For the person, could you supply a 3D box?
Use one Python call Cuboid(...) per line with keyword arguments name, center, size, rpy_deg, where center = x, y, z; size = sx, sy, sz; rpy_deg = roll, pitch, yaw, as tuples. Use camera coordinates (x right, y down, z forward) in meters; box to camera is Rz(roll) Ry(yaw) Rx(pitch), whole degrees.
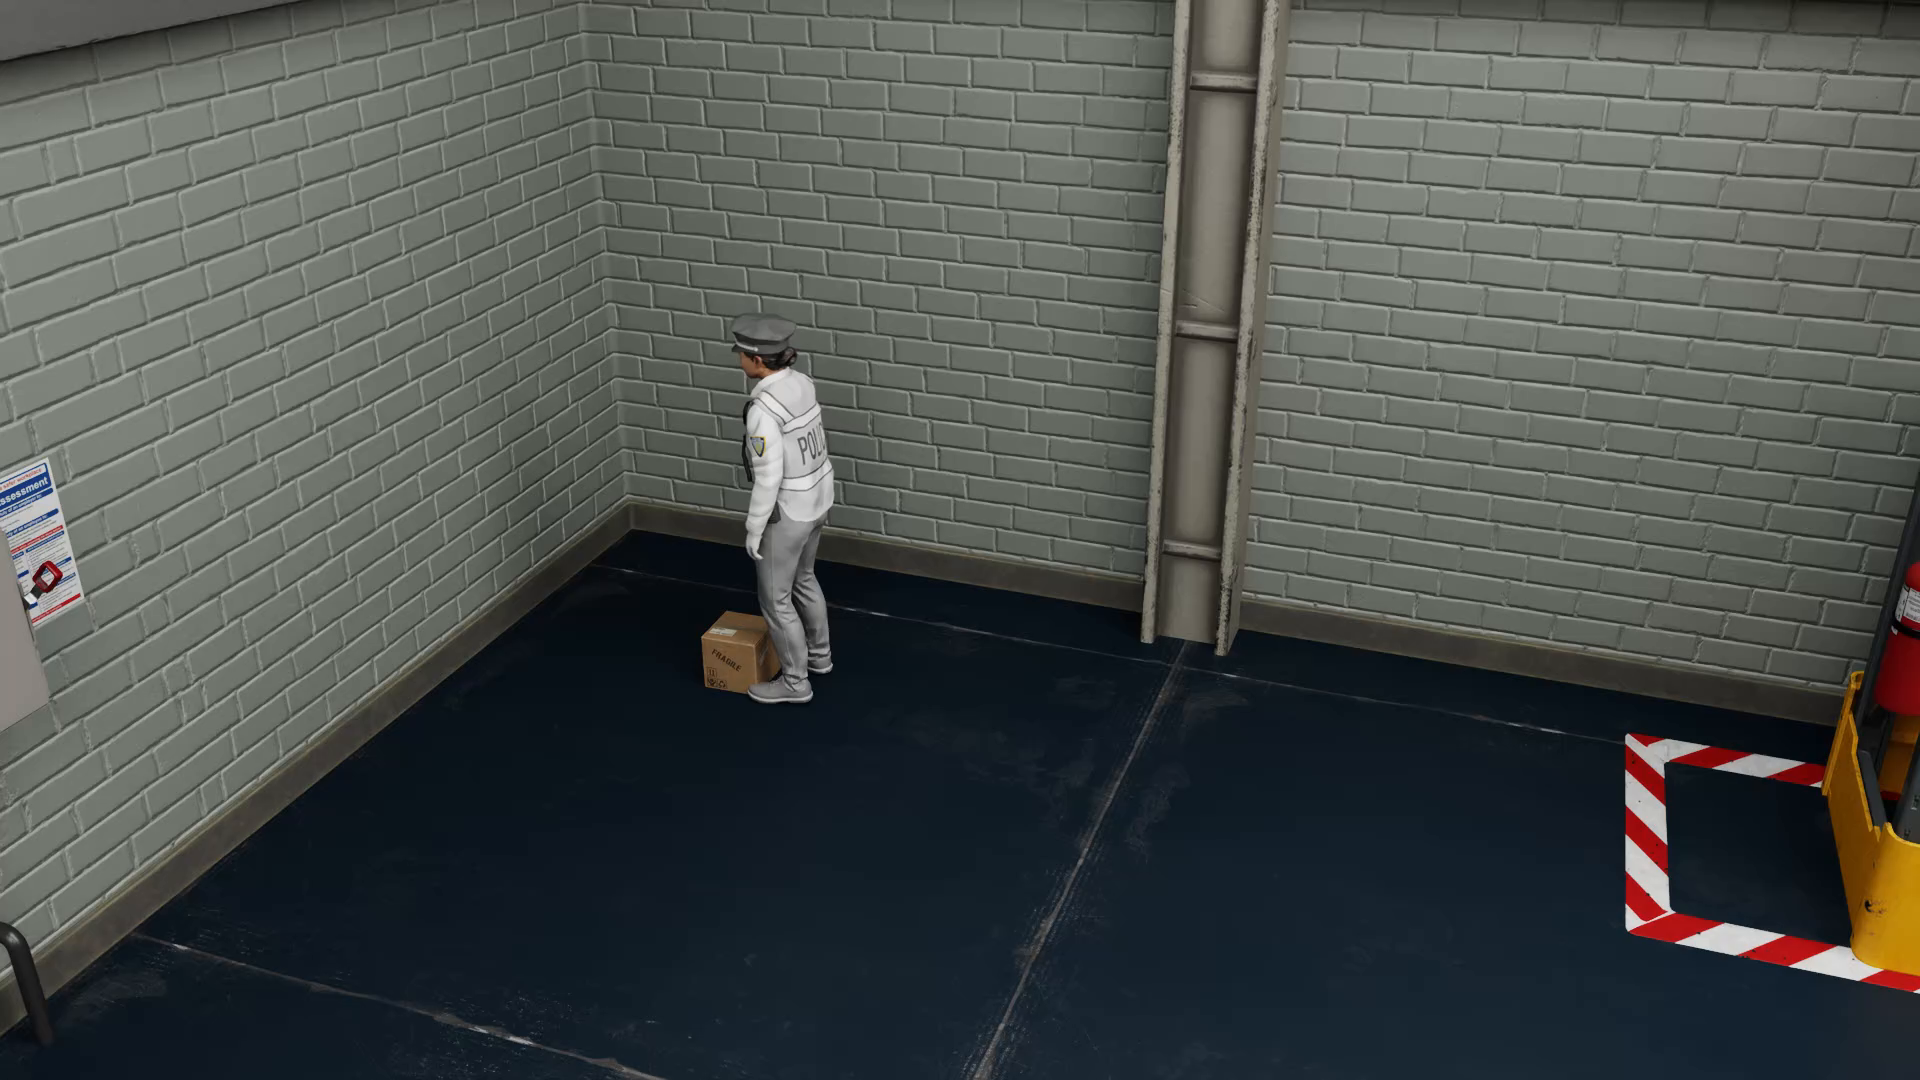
Cuboid(name="person", center=(-0.718, -0.115, 6.844), size=(0.371, 1.664, 0.529), rpy_deg=(9, 27, 18))
